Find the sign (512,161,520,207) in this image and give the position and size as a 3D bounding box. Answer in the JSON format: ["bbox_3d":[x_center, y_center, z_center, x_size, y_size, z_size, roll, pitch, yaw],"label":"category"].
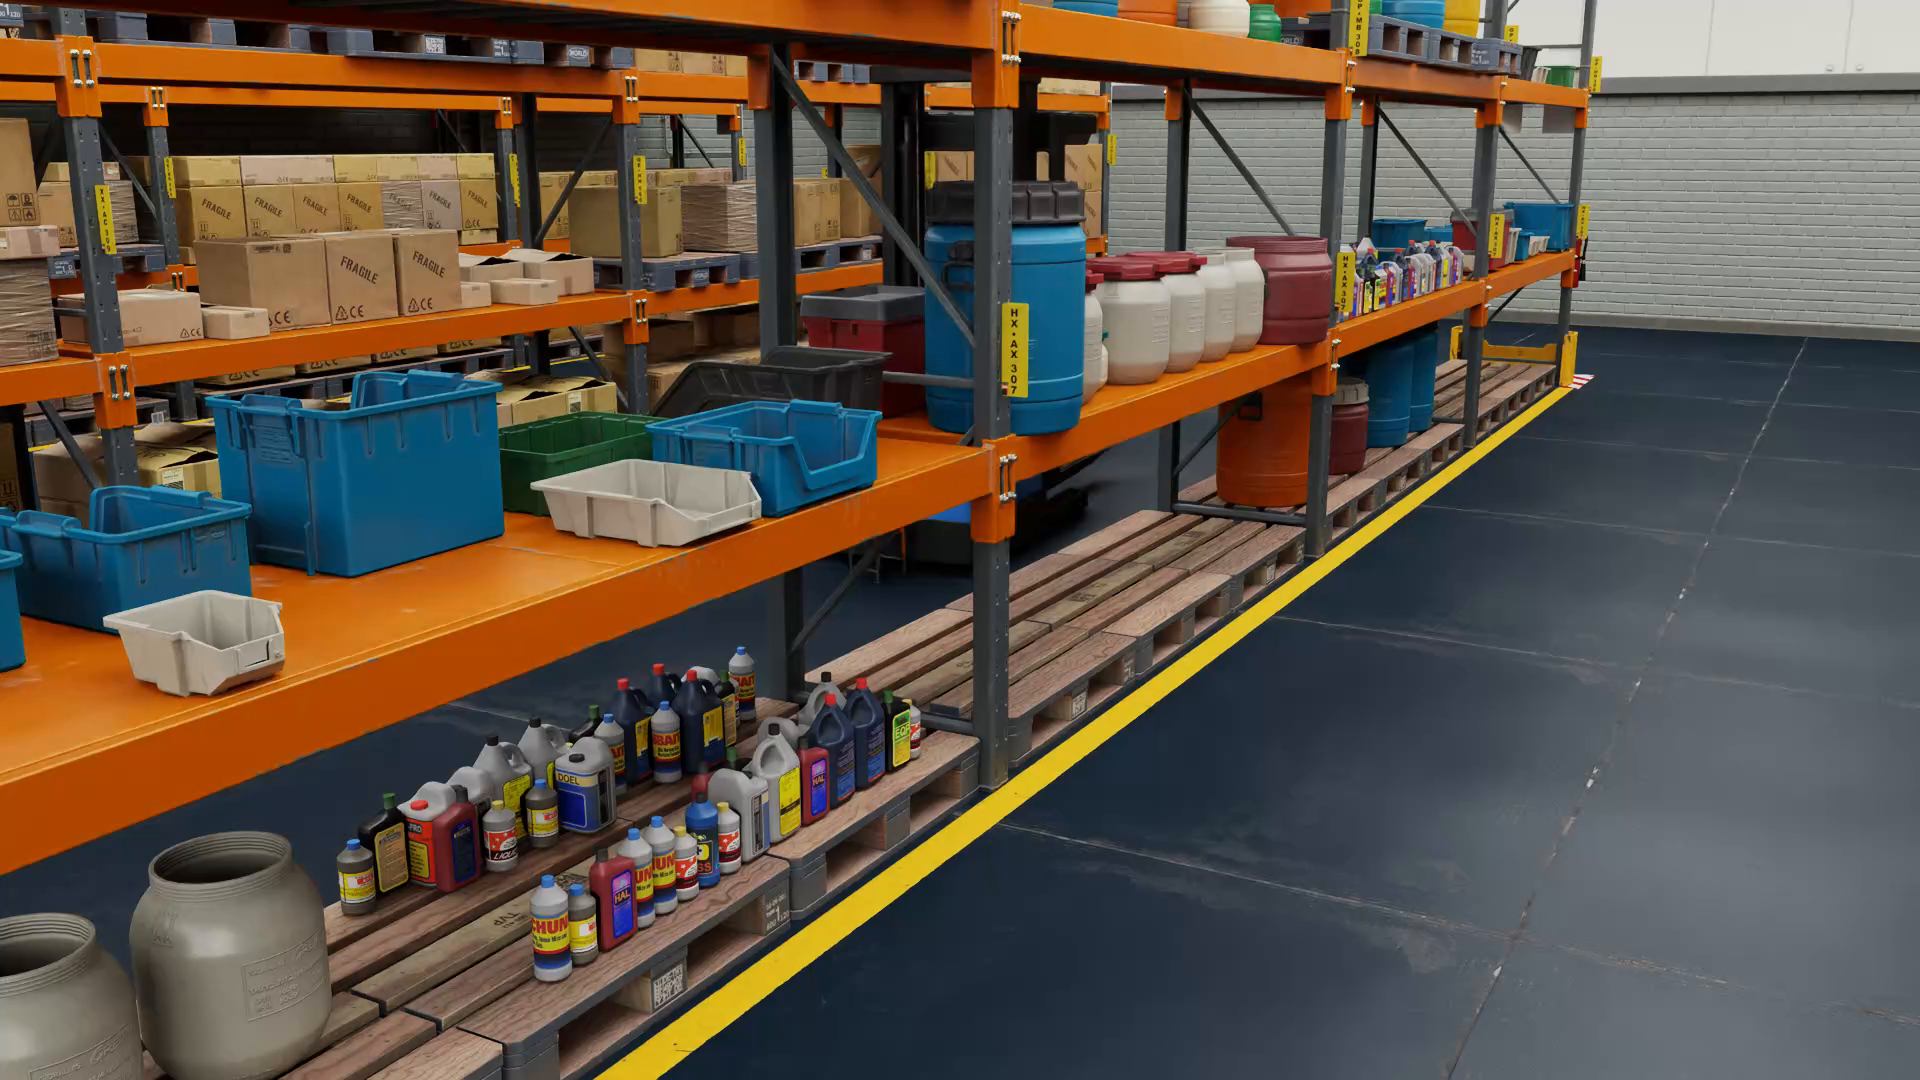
[{"bbox_3d":[-3.165,-2.557,11.938,0.100,0.325,0.005,7,15,28],"label":"sign"}]

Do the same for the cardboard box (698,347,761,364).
[{"bbox_3d":[-1.721,-1.243,13.185,0.500,0.500,0.500,7,15,27],"label":"cardboard box"}]

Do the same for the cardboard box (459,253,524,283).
[{"bbox_3d":[-3.288,-1.768,11.158,0.500,0.311,0.500,7,15,27],"label":"cardboard box"}]

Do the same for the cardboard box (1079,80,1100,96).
[{"bbox_3d":[1.164,-4.864,17.731,0.500,0.250,0.500,7,15,28],"label":"cardboard box"}]

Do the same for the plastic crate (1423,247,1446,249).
[{"bbox_3d":[3.888,-2.387,13.995,0.437,0.125,0.590,7,15,28],"label":"plastic crate"}]

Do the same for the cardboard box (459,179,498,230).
[{"bbox_3d":[-5.093,-3.434,16.986,0.500,0.500,0.500,7,15,27],"label":"cardboard box"}]

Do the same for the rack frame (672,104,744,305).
[{"bbox_3d":[-3.157,-4.175,20.951,1.000,3.000,0.127,7,15,28],"label":"rack frame"}]

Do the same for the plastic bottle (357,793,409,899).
[{"bbox_3d":[-1.674,0.884,4.822,0.061,0.283,0.133,8,16,29],"label":"plastic bottle"}]

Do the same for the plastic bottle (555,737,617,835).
[{"bbox_3d":[-1.194,0.776,5.288,0.152,0.276,0.135,7,15,28],"label":"plastic bottle"}]

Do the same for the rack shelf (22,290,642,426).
[{"bbox_3d":[-3.653,-1.213,10.200,1.077,0.370,4.000,7,15,28],"label":"rack shelf"}]

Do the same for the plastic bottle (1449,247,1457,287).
[{"bbox_3d":[3.603,-2.005,12.199,0.061,0.283,0.133,7,15,28],"label":"plastic bottle"}]

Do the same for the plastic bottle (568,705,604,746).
[{"bbox_3d":[-1.246,0.703,5.576,0.061,0.283,0.133,8,16,31],"label":"plastic bottle"}]

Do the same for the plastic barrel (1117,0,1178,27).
[{"bbox_3d":[0.745,-2.800,7.931,0.600,0.830,0.708,7,15,28],"label":"plastic barrel"}]

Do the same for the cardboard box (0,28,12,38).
[{"bbox_3d":[-7.732,-3.796,12.717,0.797,0.503,0.637,10,17,36],"label":"cardboard box"}]

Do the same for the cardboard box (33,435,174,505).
[{"bbox_3d":[-4.675,-0.408,9.100,0.500,0.311,0.500,7,15,28],"label":"cardboard box"}]

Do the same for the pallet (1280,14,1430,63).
[{"bbox_3d":[2.104,-2.923,9.762,1.003,0.211,1.213,7,15,28],"label":"pallet"}]

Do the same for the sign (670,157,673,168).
[{"bbox_3d":[-3.640,-4.698,21.106,0.100,0.325,0.005,7,15,28],"label":"sign"}]

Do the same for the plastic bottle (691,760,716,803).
[{"bbox_3d":[-0.769,0.808,5.141,0.061,0.283,0.133,7,15,28],"label":"plastic bottle"}]

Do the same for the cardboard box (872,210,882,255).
[{"bbox_3d":[-0.735,-2.974,15.756,0.500,0.500,0.500,8,16,29],"label":"cardboard box"}]

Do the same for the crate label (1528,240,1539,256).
[{"bbox_3d":[5.014,-2.648,15.051,0.396,0.136,0.243,7,15,28],"label":"crate label"}]

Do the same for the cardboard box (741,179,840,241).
[{"bbox_3d":[-1.454,-2.826,14.248,0.700,0.500,0.500,10,17,37],"label":"cardboard box"}]

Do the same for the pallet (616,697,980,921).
[{"bbox_3d":[-0.646,0.898,5.857,1.003,0.211,1.213,7,15,28],"label":"pallet"}]

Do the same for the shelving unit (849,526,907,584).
[{"bbox_3d":[-0.467,-0.306,9.036,0.215,1.050,0.252,9,20,33],"label":"shelving unit"}]

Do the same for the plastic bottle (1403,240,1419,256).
[{"bbox_3d":[3.209,-1.961,11.871,0.144,0.351,0.185,7,15,28],"label":"plastic bottle"}]

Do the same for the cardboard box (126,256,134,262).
[{"bbox_3d":[-7.091,-2.517,14.567,0.380,0.149,0.250,8,16,29],"label":"cardboard box"}]

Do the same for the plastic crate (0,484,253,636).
[{"bbox_3d":[-1.920,0.033,3.812,0.499,0.251,0.408,7,15,28],"label":"plastic crate"}]

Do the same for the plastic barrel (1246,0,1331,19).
[{"bbox_3d":[1.926,-3.398,9.517,0.600,0.830,0.708,7,15,28],"label":"plastic barrel"}]

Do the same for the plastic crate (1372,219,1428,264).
[{"bbox_3d":[3.509,-2.388,13.443,0.392,0.384,0.575,7,15,28],"label":"plastic crate"}]

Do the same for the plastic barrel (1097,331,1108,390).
[{"bbox_3d":[0.489,-0.777,7.153,0.301,0.262,0.301,0,14,0],"label":"plastic barrel"}]

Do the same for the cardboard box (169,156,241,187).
[{"bbox_3d":[-6.565,-3.171,14.295,0.500,0.250,0.500,8,16,29],"label":"cardboard box"}]

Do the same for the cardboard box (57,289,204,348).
[{"bbox_3d":[-4.420,-1.185,8.871,0.500,0.250,0.500,9,16,32],"label":"cardboard box"}]

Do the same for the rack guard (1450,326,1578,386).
[{"bbox_3d":[5.516,-1.844,16.614,1.175,0.500,0.348,7,15,28],"label":"rack guard"}]

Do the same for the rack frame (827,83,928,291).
[{"bbox_3d":[-0.752,-2.794,15.222,1.000,3.000,0.127,7,15,28],"label":"rack frame"}]

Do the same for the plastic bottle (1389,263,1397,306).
[{"bbox_3d":[2.779,-1.658,10.787,0.097,0.271,0.097,0,14,0],"label":"plastic bottle"}]

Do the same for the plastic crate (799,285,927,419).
[{"bbox_3d":[-0.319,-0.756,6.631,0.402,0.464,0.583,7,15,28],"label":"plastic crate"}]

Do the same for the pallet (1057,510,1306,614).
[{"bbox_3d":[1.240,0.099,9.172,1.003,0.211,1.213,7,15,28],"label":"pallet"}]

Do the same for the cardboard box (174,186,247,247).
[{"bbox_3d":[-6.565,-2.807,14.387,0.500,0.500,0.500,8,16,30],"label":"cardboard box"}]

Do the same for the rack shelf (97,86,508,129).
[{"bbox_3d":[-6.057,-4.052,15.577,1.077,0.370,4.000,7,15,28],"label":"rack shelf"}]

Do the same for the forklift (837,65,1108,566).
[{"bbox_3d":[0.187,-1.581,10.339,1.130,2.935,3.031,5,15,21],"label":"forklift"}]

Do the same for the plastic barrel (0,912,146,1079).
[{"bbox_3d":[-1.968,1.092,3.517,0.421,0.512,0.421,0,14,0],"label":"plastic barrel"}]

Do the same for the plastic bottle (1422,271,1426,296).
[{"bbox_3d":[3.157,-1.785,11.460,0.097,0.201,0.097,0,14,0],"label":"plastic bottle"}]

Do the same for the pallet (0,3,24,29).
[{"bbox_3d":[-5.009,-2.390,7.334,1.003,0.211,1.213,7,15,28],"label":"pallet"}]

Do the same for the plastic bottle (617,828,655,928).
[{"bbox_3d":[-0.904,0.936,4.635,0.097,0.271,0.097,0,14,0],"label":"plastic bottle"}]

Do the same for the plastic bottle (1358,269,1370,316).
[{"bbox_3d":[2.469,-1.524,10.203,0.061,0.283,0.133,7,15,28],"label":"plastic bottle"}]

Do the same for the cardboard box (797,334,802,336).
[{"bbox_3d":[-1.696,-1.508,14.285,0.500,0.500,0.500,8,15,29],"label":"cardboard box"}]

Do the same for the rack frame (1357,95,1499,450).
[{"bbox_3d":[3.582,-2.232,12.891,1.000,3.000,0.127,7,15,28],"label":"rack frame"}]

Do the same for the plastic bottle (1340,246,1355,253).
[{"bbox_3d":[2.848,-2.045,12.379,0.152,0.276,0.135,7,15,28],"label":"plastic bottle"}]

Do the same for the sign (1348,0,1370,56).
[{"bbox_3d":[2.133,-2.758,8.895,0.100,0.325,0.005,7,15,28],"label":"sign"}]

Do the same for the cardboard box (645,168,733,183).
[{"bbox_3d":[-3.394,-4.215,20.477,0.980,0.700,0.700,8,16,31],"label":"cardboard box"}]

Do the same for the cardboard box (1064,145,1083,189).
[{"bbox_3d":[0.964,-3.923,17.558,0.500,0.500,0.500,8,16,30],"label":"cardboard box"}]

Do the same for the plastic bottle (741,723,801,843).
[{"bbox_3d":[-0.593,0.754,5.220,0.144,0.351,0.185,7,15,28],"label":"plastic bottle"}]

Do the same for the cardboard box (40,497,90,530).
[{"bbox_3d":[-4.673,-0.138,9.176,0.500,0.250,0.500,7,15,27],"label":"cardboard box"}]

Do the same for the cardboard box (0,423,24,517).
[{"bbox_3d":[-5.118,-0.325,8.351,0.500,0.500,0.500,7,15,28],"label":"cardboard box"}]

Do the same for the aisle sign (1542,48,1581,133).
[{"bbox_3d":[5.807,-4.298,15.914,0.394,0.787,0.004,7,15,28],"label":"aisle sign"}]

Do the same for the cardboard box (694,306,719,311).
[{"bbox_3d":[-3.407,-3.009,20.552,0.700,0.500,0.500,7,15,28],"label":"cardboard box"}]

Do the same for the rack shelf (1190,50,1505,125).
[{"bbox_3d":[2.615,-2.930,10.921,1.077,0.370,4.000,7,15,28],"label":"rack shelf"}]

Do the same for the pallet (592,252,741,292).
[{"bbox_3d":[-2.420,-2.027,12.450,1.213,0.211,1.003,7,15,28],"label":"pallet"}]
